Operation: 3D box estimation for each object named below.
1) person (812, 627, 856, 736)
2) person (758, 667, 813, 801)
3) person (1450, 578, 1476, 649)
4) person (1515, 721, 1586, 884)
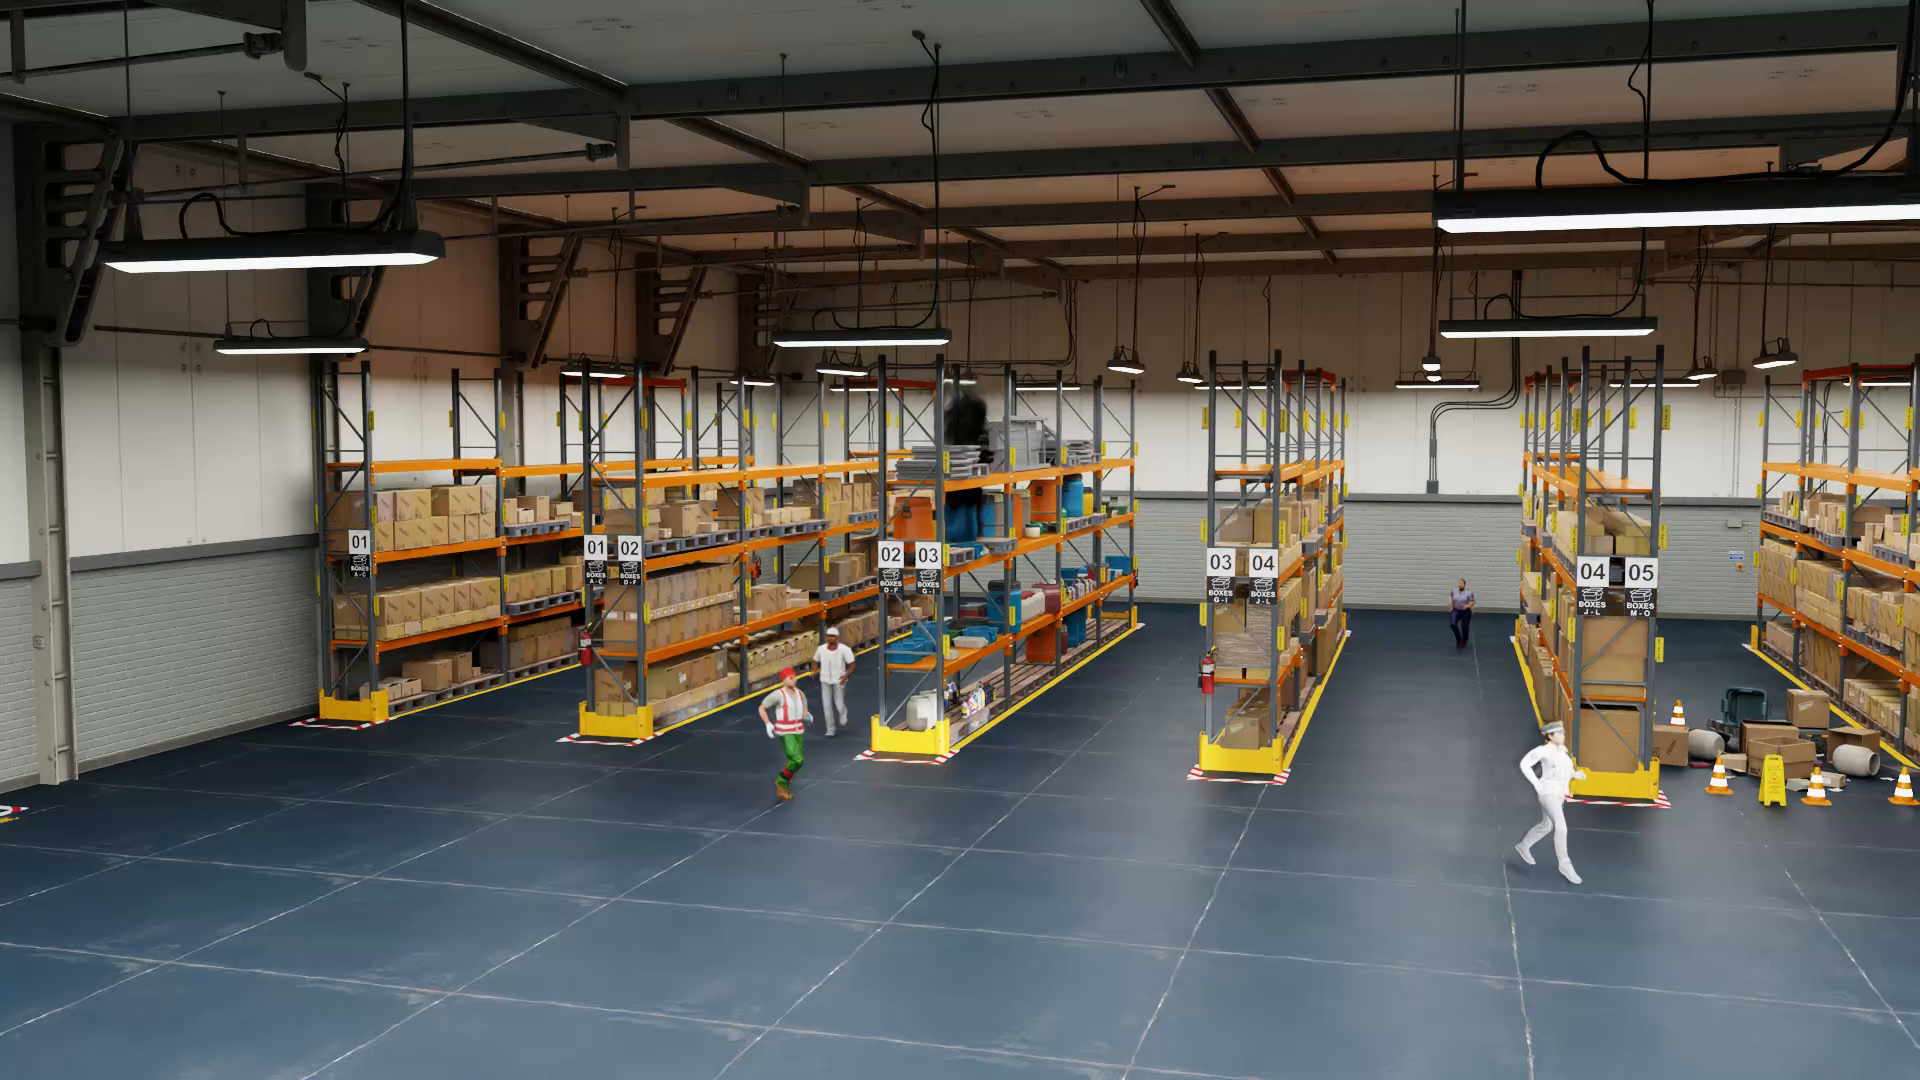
[{"bbox_3d":[-2.021,2.252,26.529,0.733,1.742,0.711,1,4,11],"label":"person"},{"bbox_3d":[-2.208,2.548,21.823,0.656,1.748,0.646,3,5,40],"label":"person"},{"bbox_3d":[11.100,1.614,36.709,0.590,1.585,0.872,2,5,29],"label":"person"},{"bbox_3d":[6.522,2.840,18.354,0.605,1.736,0.864,-3,5,-40],"label":"person"}]
